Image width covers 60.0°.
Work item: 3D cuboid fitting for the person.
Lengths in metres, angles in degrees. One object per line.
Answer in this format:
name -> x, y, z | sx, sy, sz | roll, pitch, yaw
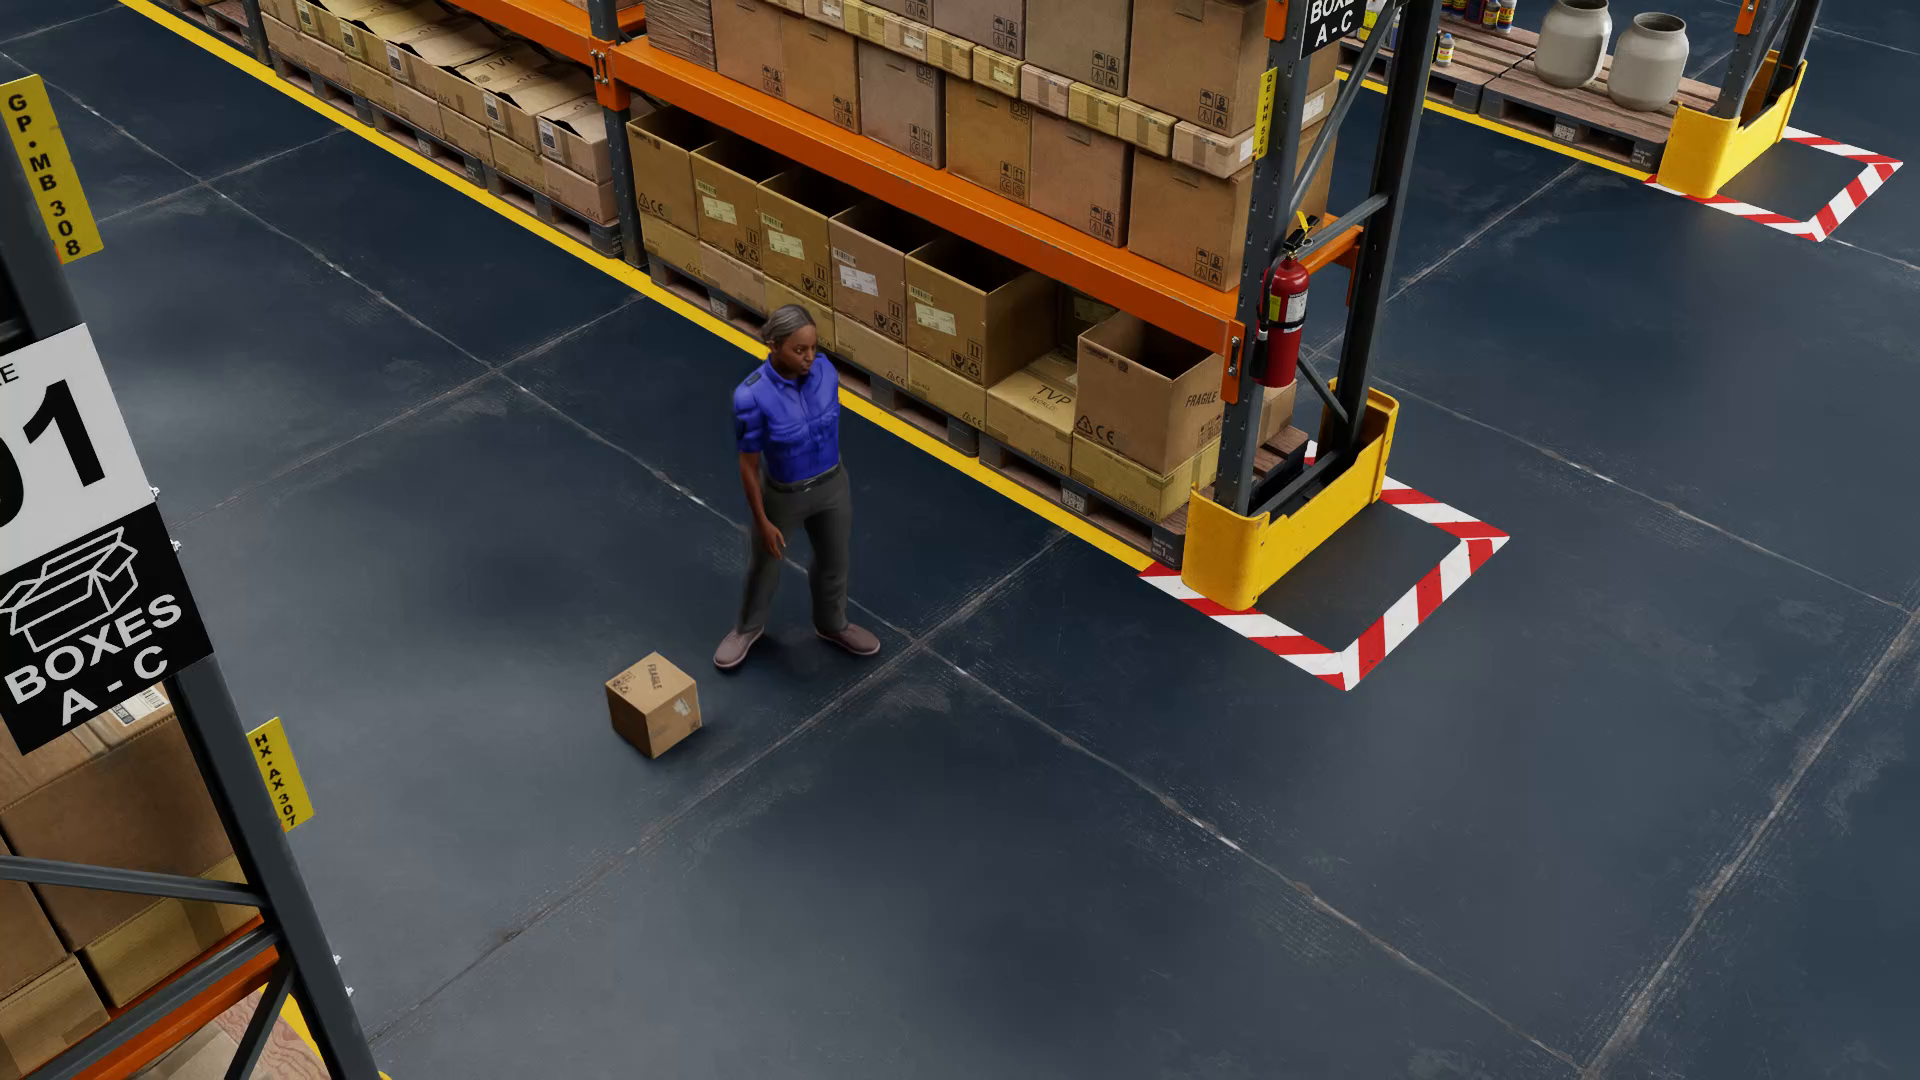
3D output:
person -> -0.688, -0.172, 6.359 | 0.640, 1.663, 0.440 | -22, 44, -24
